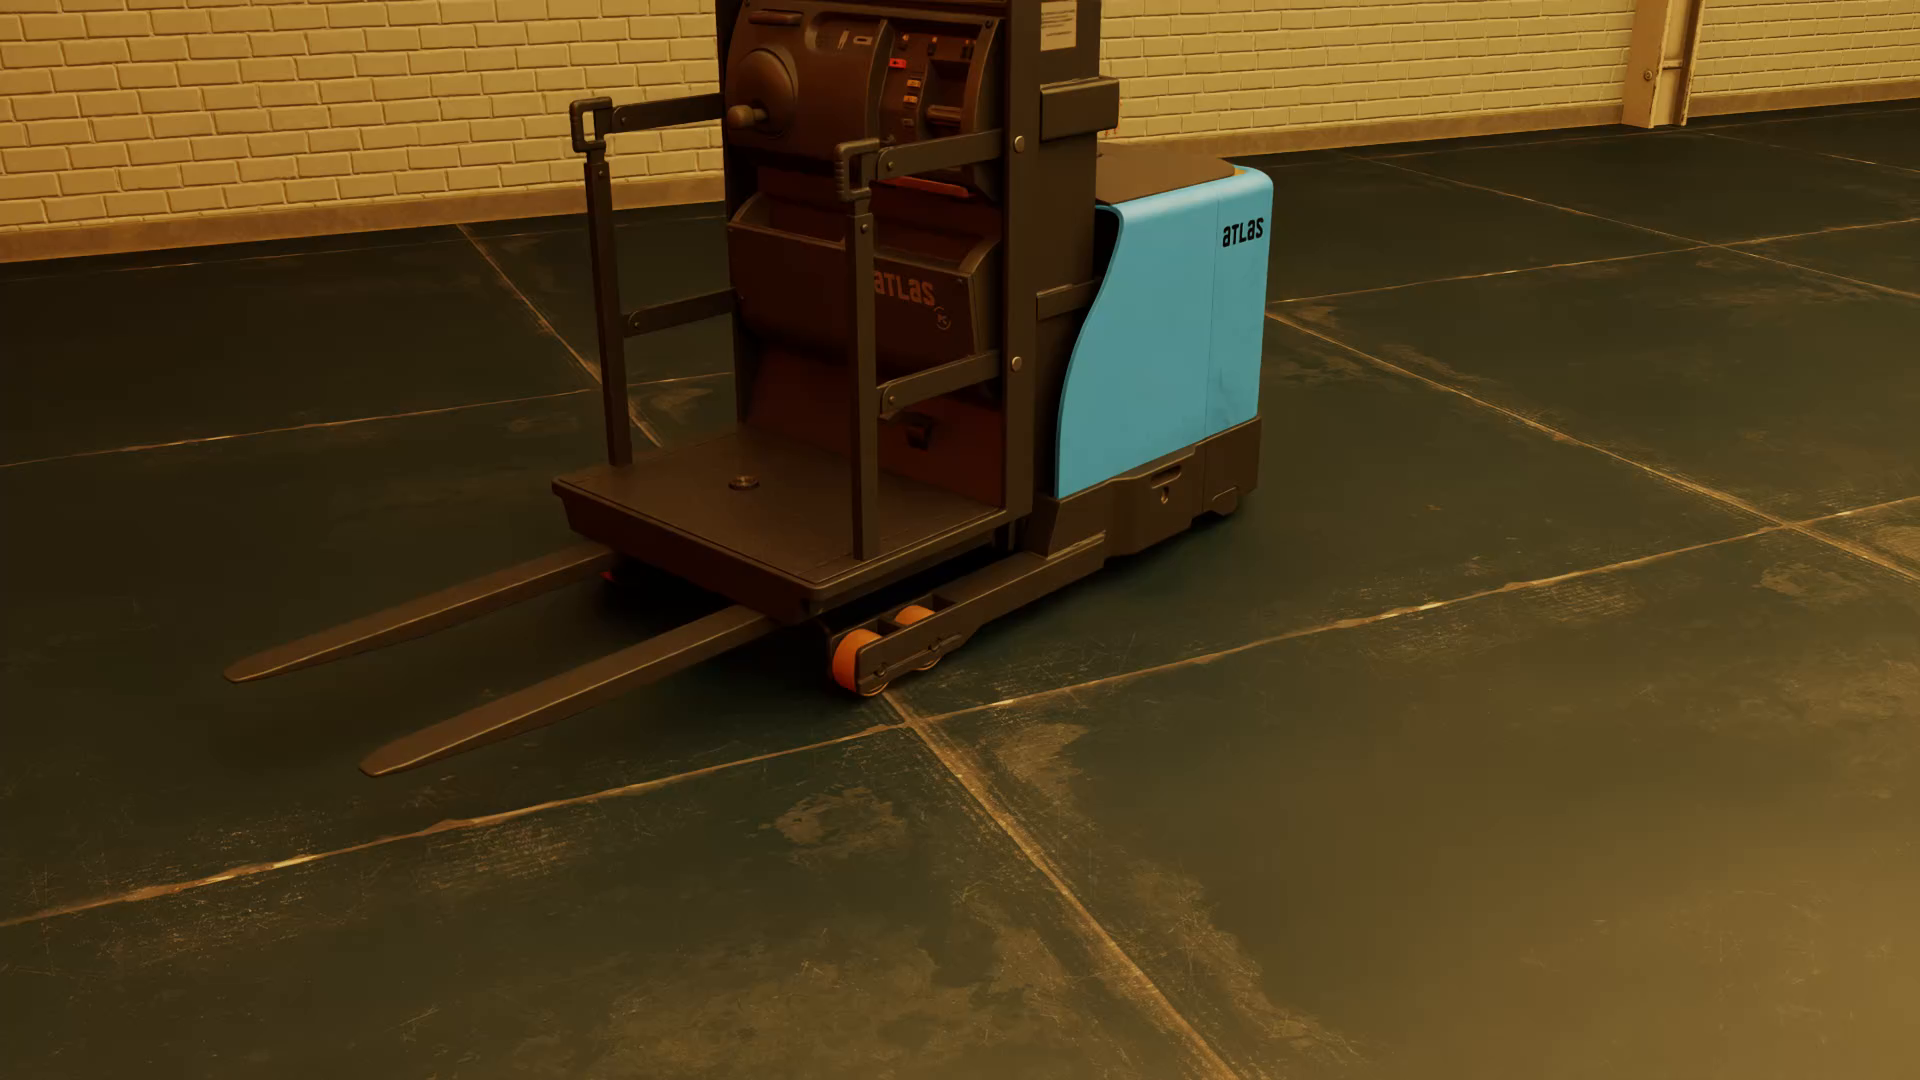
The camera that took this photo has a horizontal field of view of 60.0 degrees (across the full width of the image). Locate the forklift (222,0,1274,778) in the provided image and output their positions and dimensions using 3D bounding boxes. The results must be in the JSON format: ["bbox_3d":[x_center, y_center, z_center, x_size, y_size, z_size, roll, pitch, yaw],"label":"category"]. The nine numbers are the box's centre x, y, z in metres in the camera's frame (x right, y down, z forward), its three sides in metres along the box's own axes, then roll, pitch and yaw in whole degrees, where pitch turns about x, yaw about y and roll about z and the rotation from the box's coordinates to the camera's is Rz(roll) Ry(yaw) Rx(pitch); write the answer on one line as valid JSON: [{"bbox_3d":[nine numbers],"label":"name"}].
[{"bbox_3d":[-0.413,-1.182,4.131,1.130,2.935,3.031,19,29,39],"label":"forklift"}]

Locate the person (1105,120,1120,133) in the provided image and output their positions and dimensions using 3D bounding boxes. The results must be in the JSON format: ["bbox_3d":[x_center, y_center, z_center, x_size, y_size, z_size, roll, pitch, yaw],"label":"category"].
[{"bbox_3d":[0.480,-1.875,7.596,0.688,1.604,0.725,-6,23,-15],"label":"person"}]
